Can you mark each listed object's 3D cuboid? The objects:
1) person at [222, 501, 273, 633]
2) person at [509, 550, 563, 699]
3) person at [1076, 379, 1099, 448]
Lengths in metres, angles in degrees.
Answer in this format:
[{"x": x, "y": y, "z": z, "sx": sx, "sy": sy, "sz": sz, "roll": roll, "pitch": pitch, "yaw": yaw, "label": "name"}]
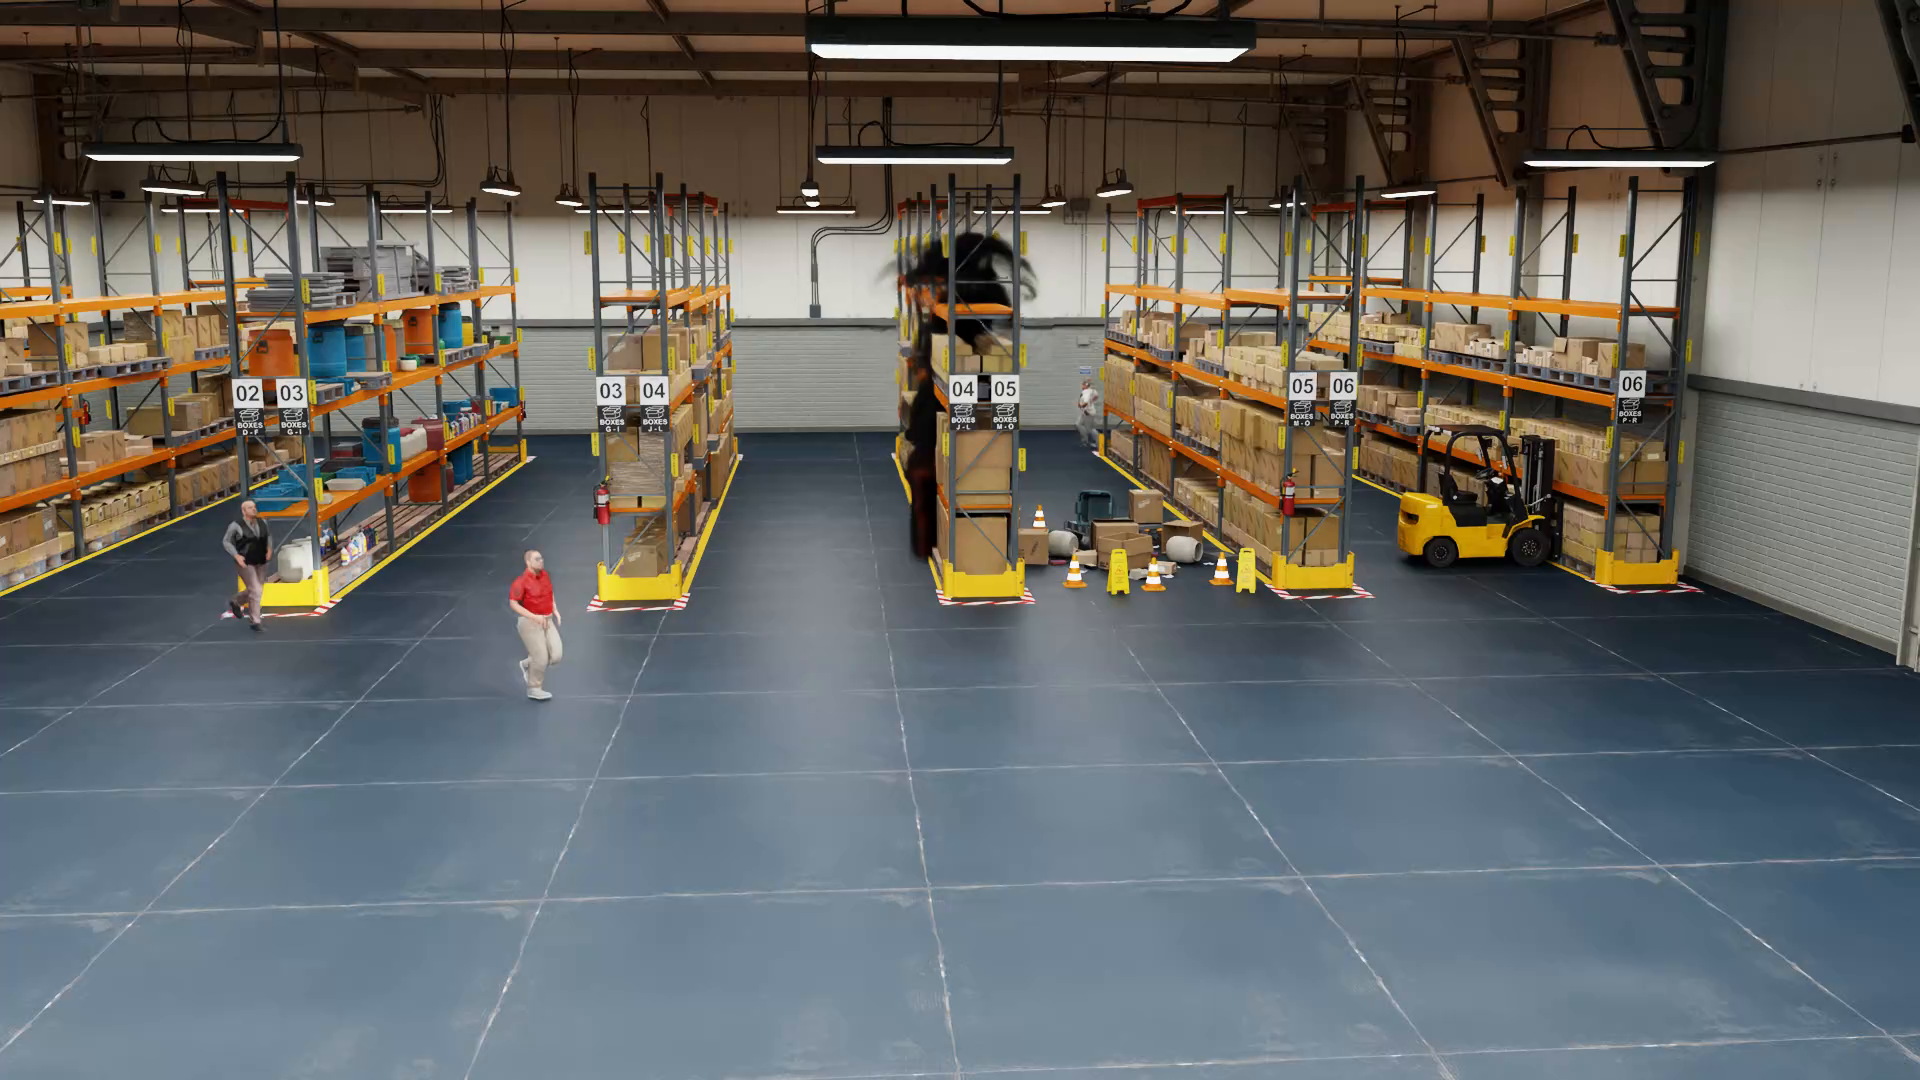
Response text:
[{"x": -9.400, "y": 0.324, "z": 21.979, "sx": 0.790, "sy": 1.732, "sz": 0.671, "roll": 6, "pitch": 12, "yaw": 32, "label": "person"}, {"x": -4.737, "y": 0.932, "z": 18.558, "sx": 0.630, "sy": 1.671, "sz": 0.713, "roll": 5, "pitch": 11, "yaw": 25, "label": "person"}, {"x": 3.227, "y": -3.130, "z": 41.502, "sx": 0.691, "sy": 1.817, "sz": 0.702, "roll": 1, "pitch": 10, "yaw": 6, "label": "person"}]
